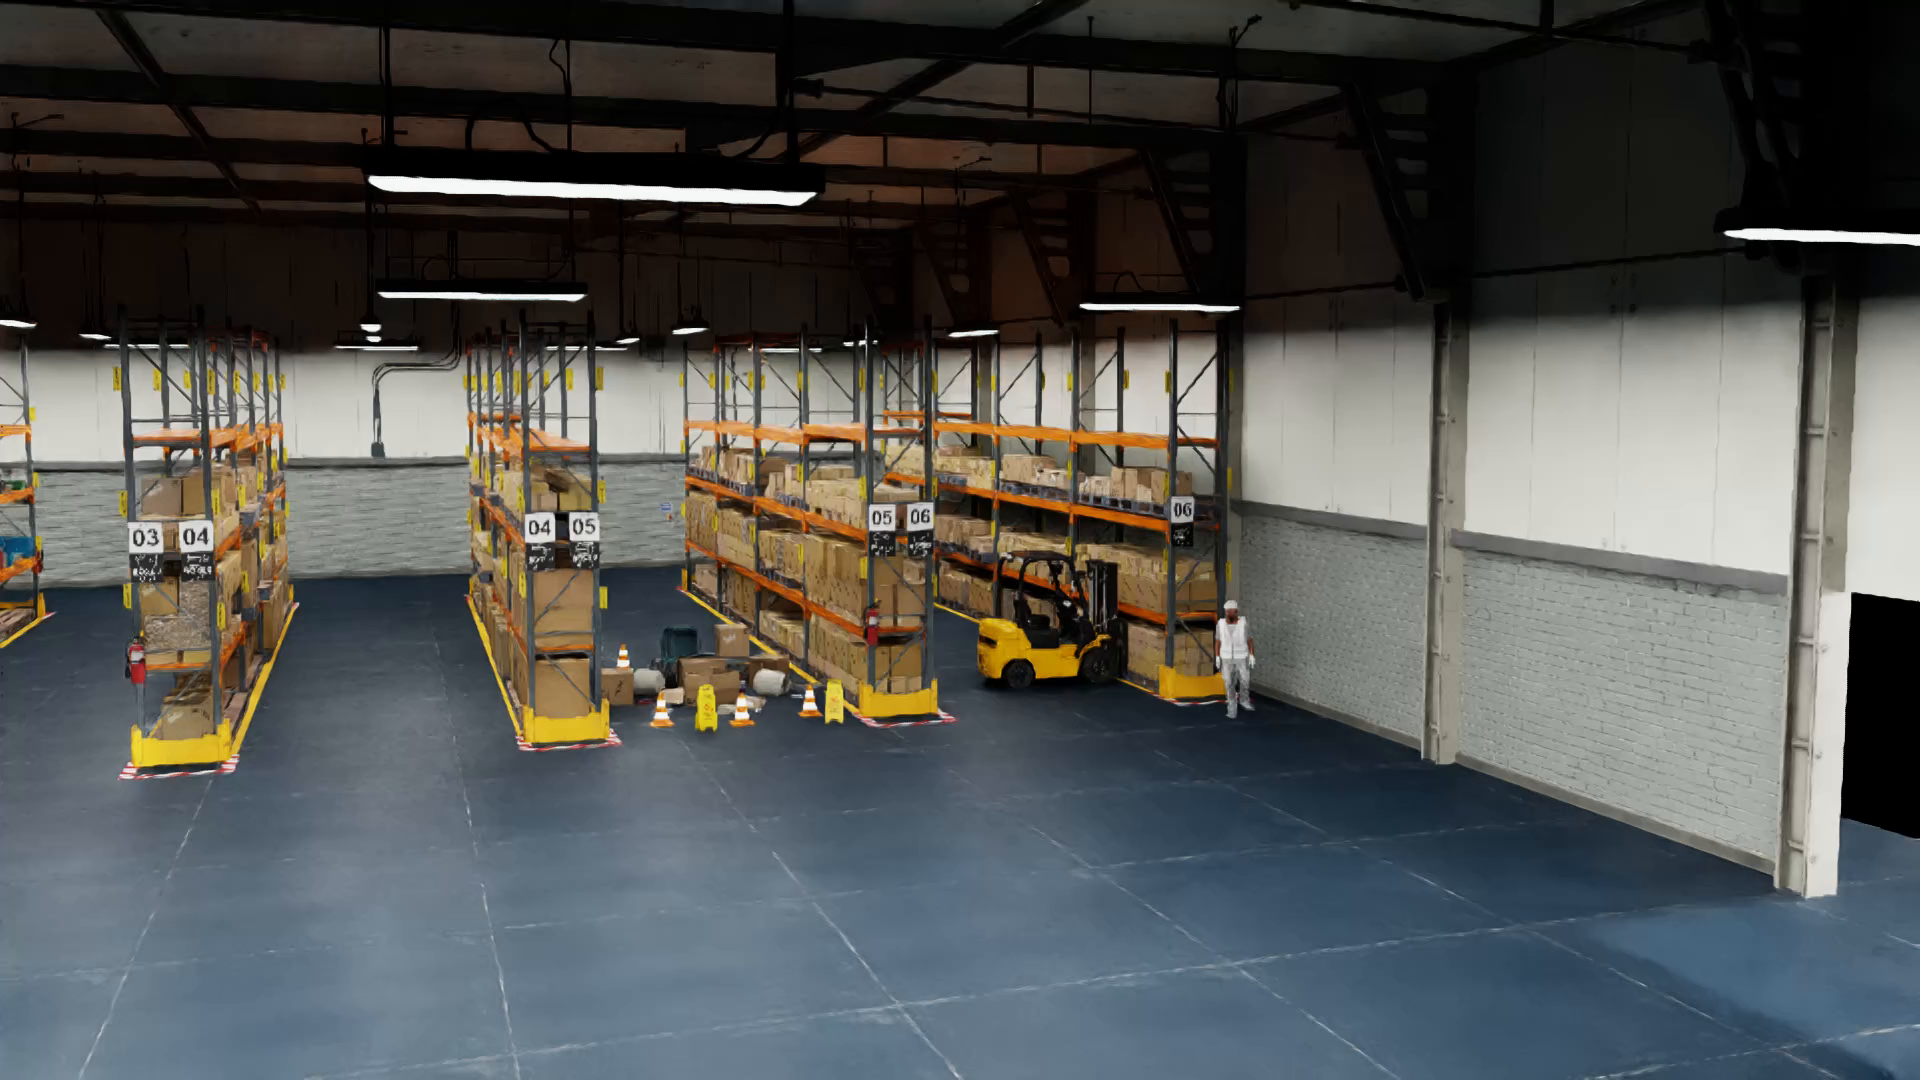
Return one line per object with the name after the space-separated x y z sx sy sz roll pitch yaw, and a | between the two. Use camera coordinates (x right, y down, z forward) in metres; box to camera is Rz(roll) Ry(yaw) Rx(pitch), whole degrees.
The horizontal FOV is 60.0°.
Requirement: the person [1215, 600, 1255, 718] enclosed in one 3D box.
4.122 1.763 24.907 0.603 1.777 0.575 2 6 18 | person
